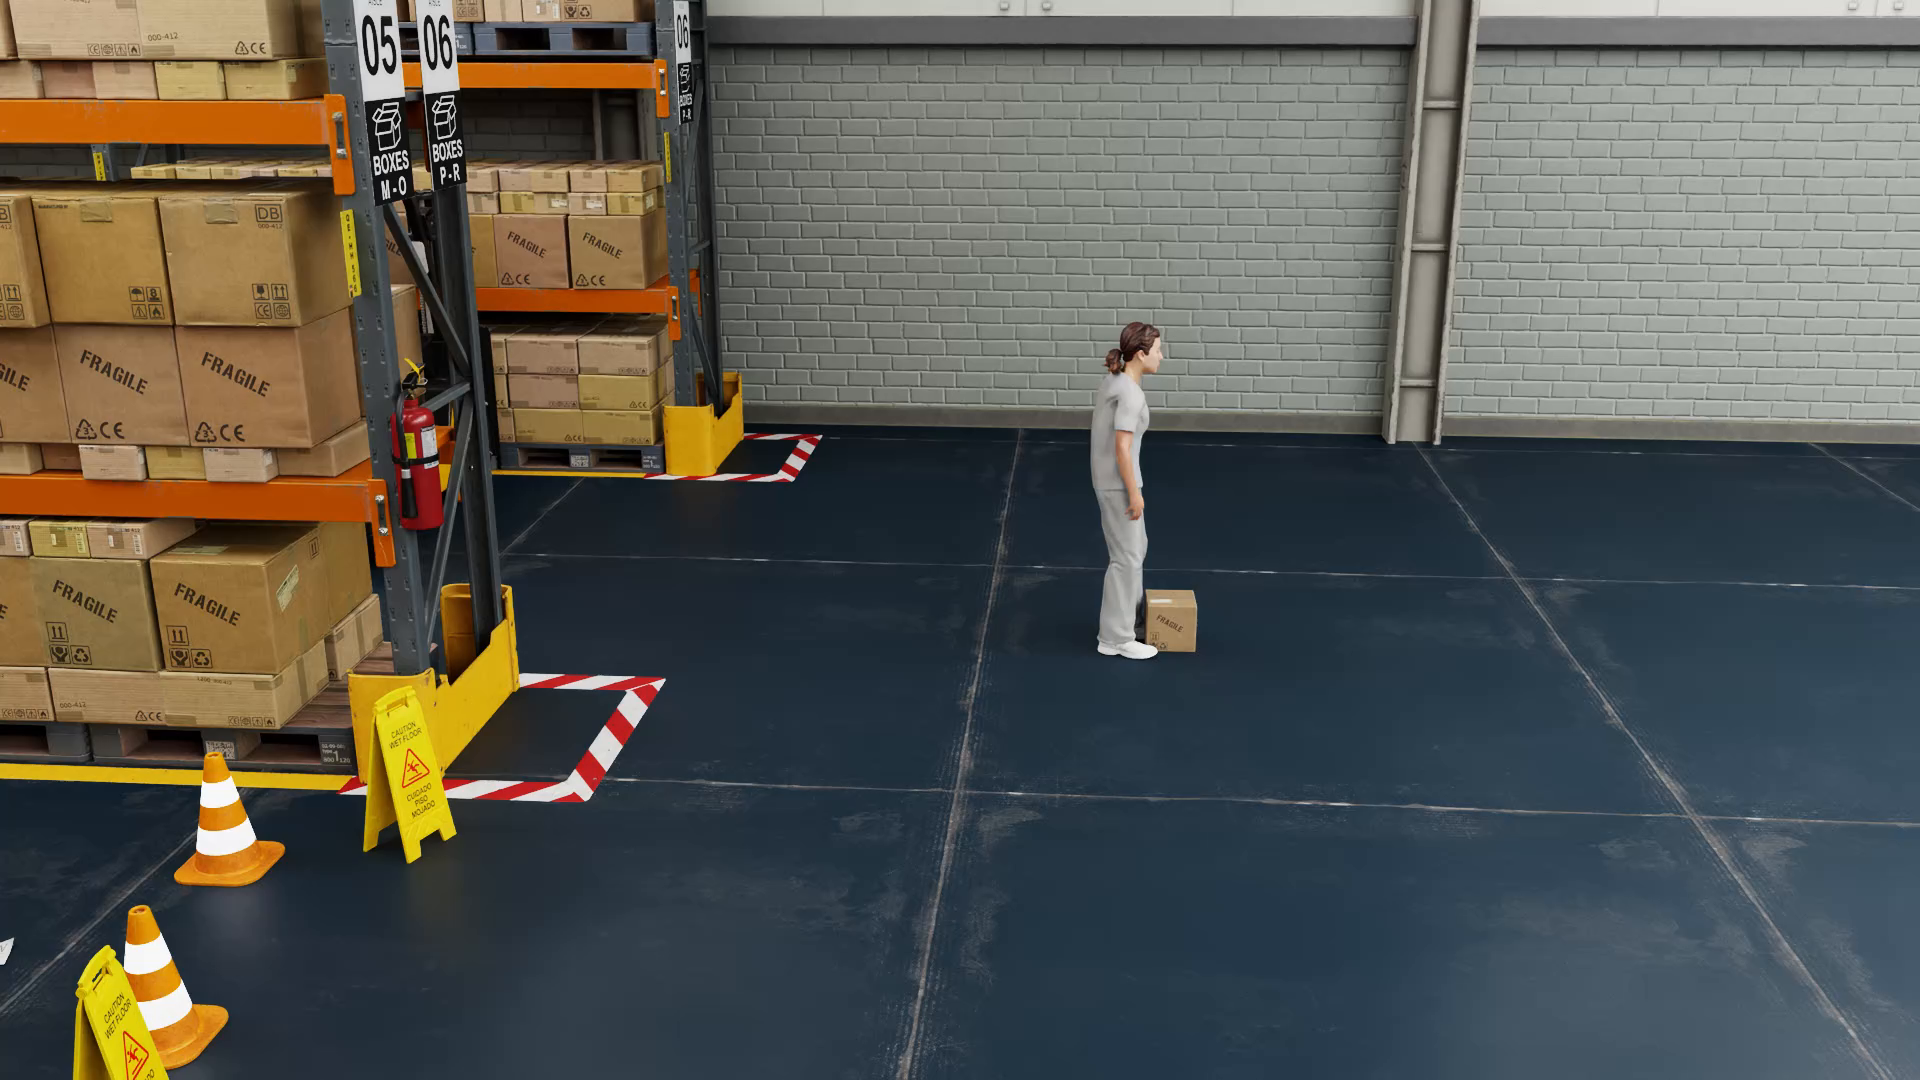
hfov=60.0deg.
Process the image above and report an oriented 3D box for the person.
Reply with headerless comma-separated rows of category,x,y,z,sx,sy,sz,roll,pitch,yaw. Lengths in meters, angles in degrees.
person,0.864,-0.259,8.392,0.414,1.658,0.514,0,18,1
